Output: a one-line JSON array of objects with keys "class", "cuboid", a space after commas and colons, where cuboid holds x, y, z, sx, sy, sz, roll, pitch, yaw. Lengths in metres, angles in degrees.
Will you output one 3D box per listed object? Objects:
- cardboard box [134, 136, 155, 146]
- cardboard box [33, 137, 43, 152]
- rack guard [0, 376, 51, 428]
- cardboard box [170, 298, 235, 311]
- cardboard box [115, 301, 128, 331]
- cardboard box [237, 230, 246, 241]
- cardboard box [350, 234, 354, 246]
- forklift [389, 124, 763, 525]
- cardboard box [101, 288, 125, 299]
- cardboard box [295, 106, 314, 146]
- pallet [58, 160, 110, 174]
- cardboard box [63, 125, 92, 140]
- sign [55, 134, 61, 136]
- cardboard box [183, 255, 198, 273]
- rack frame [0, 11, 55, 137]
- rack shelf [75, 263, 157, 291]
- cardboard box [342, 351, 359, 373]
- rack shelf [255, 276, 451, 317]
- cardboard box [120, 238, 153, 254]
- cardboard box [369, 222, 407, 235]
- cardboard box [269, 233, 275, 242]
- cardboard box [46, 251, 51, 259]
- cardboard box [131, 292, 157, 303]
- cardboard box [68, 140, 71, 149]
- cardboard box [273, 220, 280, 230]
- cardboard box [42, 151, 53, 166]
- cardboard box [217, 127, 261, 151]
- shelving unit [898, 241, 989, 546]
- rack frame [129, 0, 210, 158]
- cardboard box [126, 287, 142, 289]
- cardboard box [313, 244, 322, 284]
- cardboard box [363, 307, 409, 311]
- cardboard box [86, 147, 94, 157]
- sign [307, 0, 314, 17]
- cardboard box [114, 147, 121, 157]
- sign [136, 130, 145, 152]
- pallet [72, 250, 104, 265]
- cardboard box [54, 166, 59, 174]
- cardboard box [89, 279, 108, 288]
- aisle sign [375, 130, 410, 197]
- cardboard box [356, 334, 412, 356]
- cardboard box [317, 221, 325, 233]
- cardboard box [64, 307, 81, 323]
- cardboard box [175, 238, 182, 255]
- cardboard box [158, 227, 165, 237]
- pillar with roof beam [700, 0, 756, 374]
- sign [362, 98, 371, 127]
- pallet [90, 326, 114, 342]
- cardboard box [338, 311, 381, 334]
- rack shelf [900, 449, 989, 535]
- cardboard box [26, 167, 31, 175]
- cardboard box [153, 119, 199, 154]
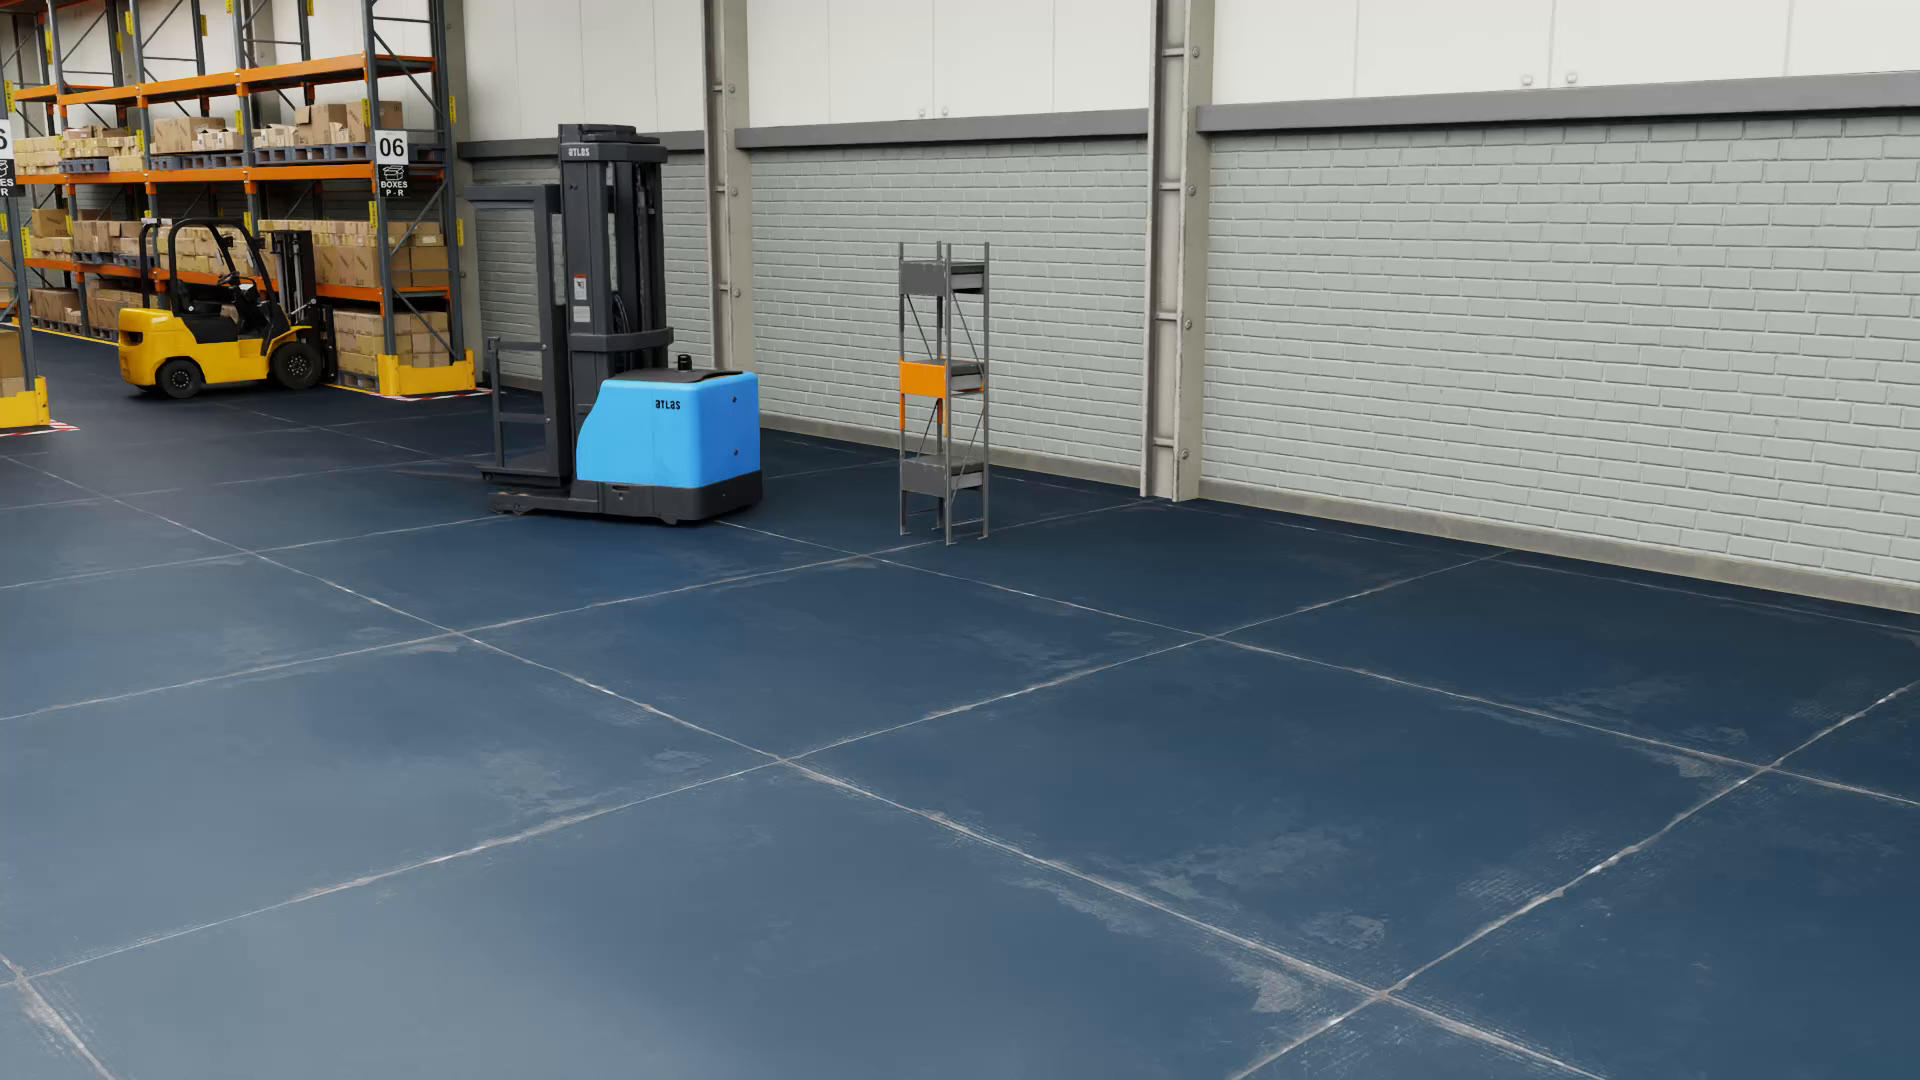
[{"class": "cardboard box", "cuboid": [-12.710, -6.264, 26.092, 0.380, 0.149, 0.250, -10, 15, -41]}, {"class": "cardboard box", "cuboid": [-16.245, -7.076, 29.785, 0.500, 0.250, 0.500, -11, 16, -42]}, {"class": "rack guard", "cuboid": [-10.374, -1.445, 17.686, 1.175, 0.500, 0.348, -11, 16, -43]}, {"class": "cardboard box", "cuboid": [-11.838, -3.468, 26.153, 0.875, 0.625, 0.625, -10, 15, -41]}, {"class": "cardboard box", "cuboid": [-13.780, -3.755, 27.857, 0.500, 0.500, 0.500, 11, 16, 43]}, {"class": "cardboard box", "cuboid": [-10.084, -4.355, 23.760, 0.380, 0.149, 0.250, -11, 16, -43]}, {"class": "cardboard box", "cuboid": [-7.509, -3.808, 21.107, 0.380, 0.149, 0.250, -11, 16, -42]}, {"class": "forklift", "cuboid": [-3.119, -1.719, 12.994, 3.031, 2.935, 1.130, 5, 13, 22]}, {"class": "cardboard box", "cuboid": [-14.533, -4.246, 28.633, 0.250, 0.149, 0.380, 11, 16, 42]}, {"class": "cardboard box", "cuboid": [-8.227, -5.410, 21.756, 0.797, 0.503, 0.637, -10, 15, -41]}, {"class": "pallet", "cuboid": [-14.622, -6.374, 28.447, 1.213, 0.211, 1.003, -11, 16, -43]}, {"class": "cardboard box", "cuboid": [-15.066, -6.958, 28.389, 0.396, 0.266, 0.258, -11, 16, -43]}, {"class": "sign", "cuboid": [-17.368, -7.663, 32.043, 0.100, 0.325, 0.005, -11, 16, -43]}, {"class": "cardboard box", "cuboid": [-11.425, -4.197, 25.223, 0.500, 0.250, 0.500, 11, 16, 43]}, {"class": "rack frame", "cuboid": [-17.784, -8.624, 31.468, 1.000, 3.000, 0.127, -11, 16, -43]}, {"class": "rack shelf", "cuboid": [-13.640, -4.457, 27.896, 1.077, 0.370, 4.000, -11, 16, -43]}, {"class": "cardboard box", "cuboid": [-7.624, -2.308, 21.453, 0.500, 0.250, 0.500, -11, 16, -43]}, {"class": "rack shelf", "cuboid": [-8.115, -3.290, 22.229, 1.077, 0.370, 4.000, -11, 16, -43]}, {"class": "cardboard box", "cuboid": [-13.222, -4.759, 26.908, 0.500, 0.250, 0.500, 11, 16, 42]}, {"class": "cardboard box", "cuboid": [-7.134, -3.886, 20.745, 0.380, 0.149, 0.250, -11, 16, -42]}, {"class": "cardboard box", "cuboid": [-9.287, -4.180, 22.912, 0.380, 0.149, 0.250, -10, 16, -41]}, {"class": "cardboard box", "cuboid": [-16.477, -5.218, 30.426, 0.380, 0.149, 0.250, -11, 16, -43]}, {"class": "cardboard box", "cuboid": [-13.466, -4.015, 27.513, 0.380, 0.149, 0.250, -11, 16, -43]}, {"class": "cardboard box", "cuboid": [-14.897, -6.714, 28.232, 0.380, 0.149, 0.250, -11, 16, -42]}, {"class": "cardboard box", "cuboid": [-9.232, -4.336, 22.929, 0.380, 0.149, 0.250, -11, 16, -42]}, {"class": "cardboard box", "cuboid": [-15.902, -6.753, 29.456, 0.500, 0.250, 0.500, 11, 16, 43]}, {"class": "cardboard box", "cuboid": [-10.173, -5.686, 23.575, 0.500, 0.311, 0.500, 11, 16, 43]}, {"class": "shelving unit", "cuboid": [-0.114, -1.053, 11.817, 0.431, 2.100, 0.503, -11, 16, -43]}, {"class": "rack frame", "cuboid": [-12.259, -7.456, 25.801, 1.000, 3.000, 0.127, -11, 16, -43]}, {"class": "cardboard box", "cuboid": [-14.373, -4.350, 29.136, 0.380, 0.149, 0.250, -11, 16, -43]}, {"class": "cardboard box", "cuboid": [-8.325, -3.658, 21.986, 0.500, 0.500, 0.500, -11, 16, -42]}, {"class": "cardboard box", "cuboid": [-7.614, -2.942, 22.055, 0.500, 0.250, 0.500, -11, 16, -43]}, {"class": "cardboard box", "cuboid": [-14.227, -6.416, 27.522, 0.380, 0.149, 0.250, -10, 16, -41]}, {"class": "sign", "cuboid": [-9.078, -7.481, 23.216, 0.100, 0.325, 0.005, -11, 16, -43]}, {"class": "cardboard box", "cuboid": [-13.547, -6.319, 27.097, 0.380, 0.149, 0.250, -10, 15, -41]}, {"class": "sign", "cuboid": [-12.653, -6.165, 25.686, 0.100, 0.325, 0.005, -11, 16, -43]}, {"class": "pallet", "cuboid": [-14.548, -4.876, 28.620, 1.003, 0.211, 1.213, -11, 16, -43]}, {"class": "cardboard box", "cuboid": [-15.650, -6.495, 29.193, 0.380, 0.149, 0.250, -11, 16, -43]}, {"class": "cardboard box", "cuboid": [-14.922, -4.465, 28.962, 0.380, 0.149, 0.250, -11, 16, -44]}, {"class": "aisle sign", "cuboid": [-6.901, -4.573, 20.232, 0.394, 0.787, 0.004, -11, 16, -43]}, {"class": "cardboard box", "cuboid": [-7.296, -2.482, 21.058, 0.500, 0.250, 0.500, -11, 16, -43]}, {"class": "cardboard box", "cuboid": [-8.197, -4.109, 21.828, 0.380, 0.149, 0.250, -11, 16, -42]}, {"class": "cardboard box", "cuboid": [-15.865, -4.061, 29.923, 0.396, 0.266, 0.258, -10, 15, -41]}, {"class": "cardboard box", "cuboid": [-11.784, -4.517, 25.536, 0.500, 0.250, 0.500, -10, 15, -41]}, {"class": "cardboard box", "cuboid": [-12.252, -4.797, 25.906, 0.380, 0.149, 0.250, -10, 15, -41]}, {"class": "pillar with roof beam", "cuboid": [-5.533, -5.040, 14.075, 9.100, 9.000, 0.400, -11, 16, -43]}, {"class": "sign", "cuboid": [-7.136, -5.141, 19.999, 0.100, 0.325, 0.005, -11, 16, -43]}, {"class": "pallet", "cuboid": [-14.432, -3.622, 28.971, 1.003, 0.211, 1.213, -11, 16, -43]}, {"class": "cardboard box", "cuboid": [-7.635, -2.796, 21.347, 0.500, 0.250, 0.500, -11, 16, -42]}, {"class": "rack shelf", "cuboid": [-0.114, -0.354, 11.961, 0.431, 0.518, 0.480, -11, 16, -43]}, {"class": "cardboard box", "cuboid": [-16.743, -6.715, 30.262, 0.380, 0.149, 0.250, -11, 16, -42]}, {"class": "cardboard box", "cuboid": [-11.935, -6.151, 25.364, 0.500, 0.500, 0.500, -11, 16, -42]}]
